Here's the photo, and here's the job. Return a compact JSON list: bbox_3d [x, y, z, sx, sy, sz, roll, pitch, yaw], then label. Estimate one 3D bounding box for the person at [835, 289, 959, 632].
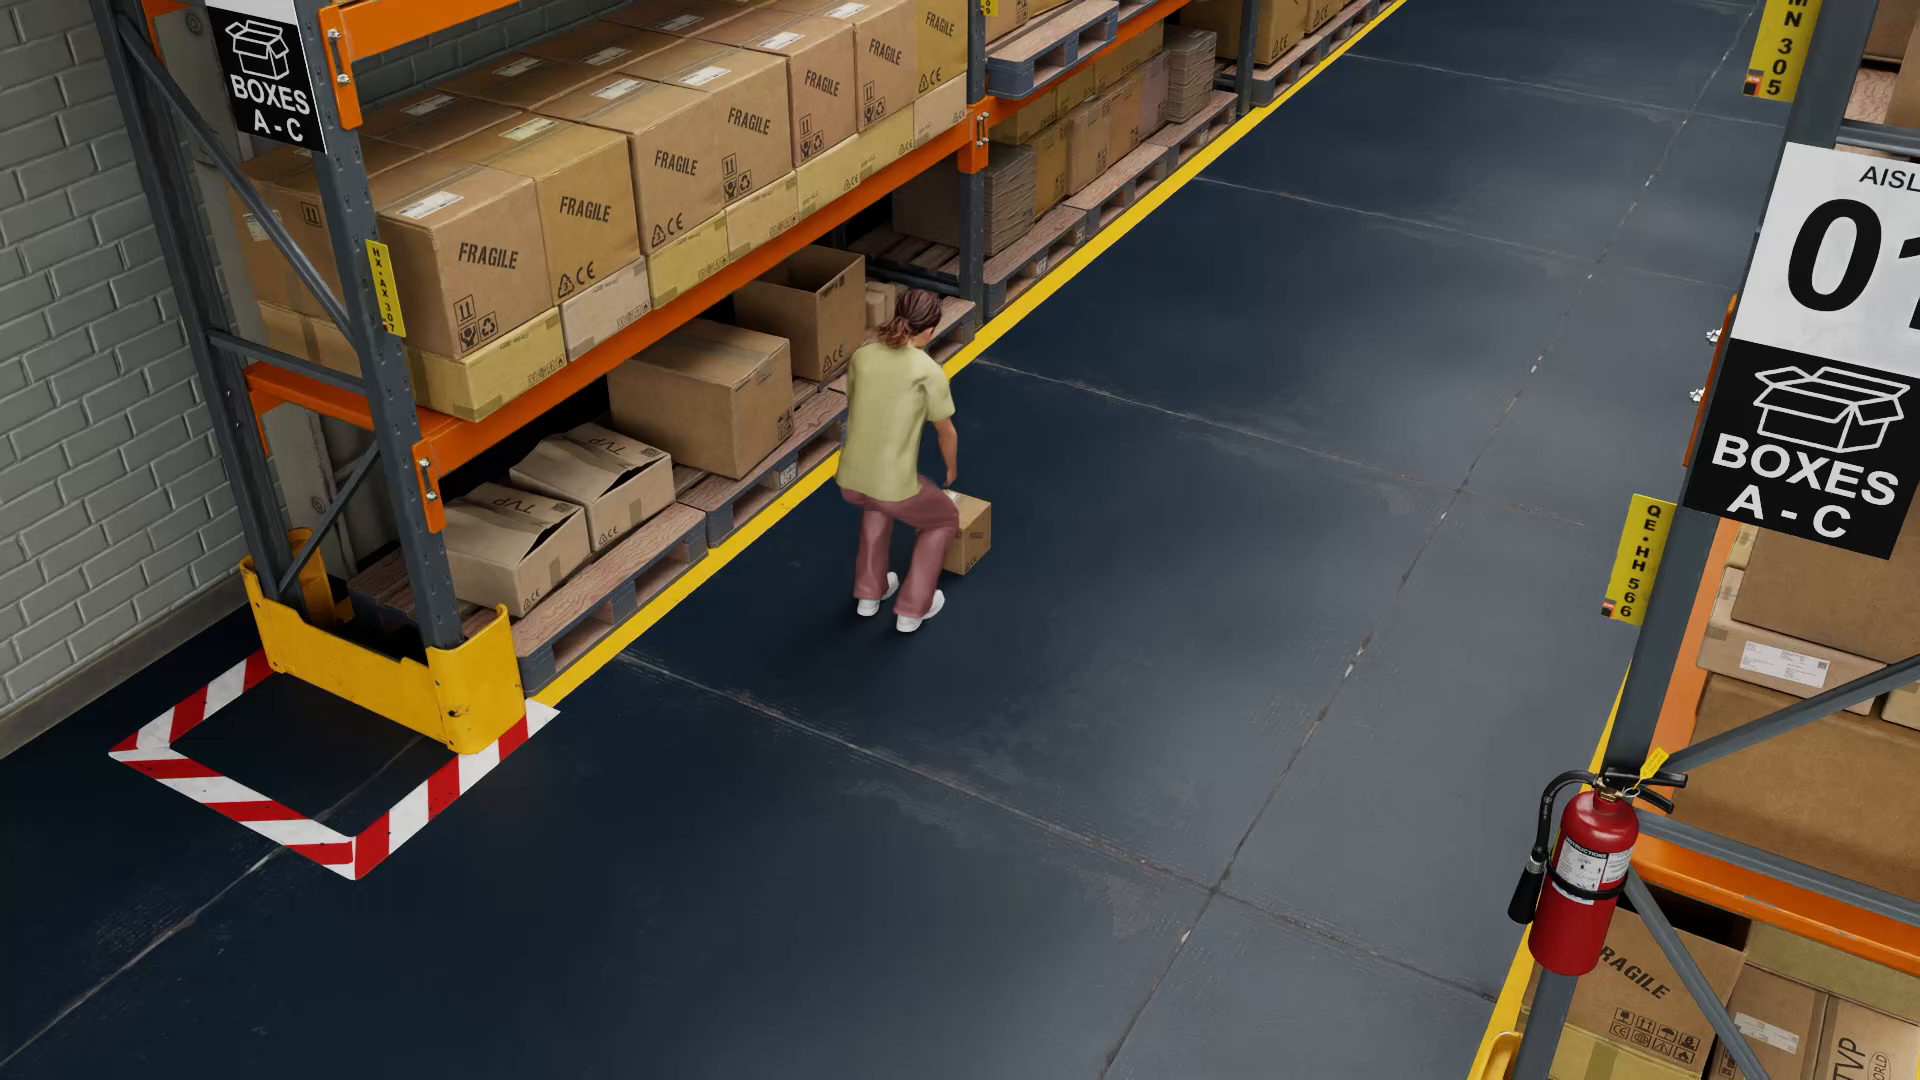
[{"bbox_3d":[-0.270,-0.314,6.864,0.510,1.390,0.635,18,38,24],"label":"person"}]
